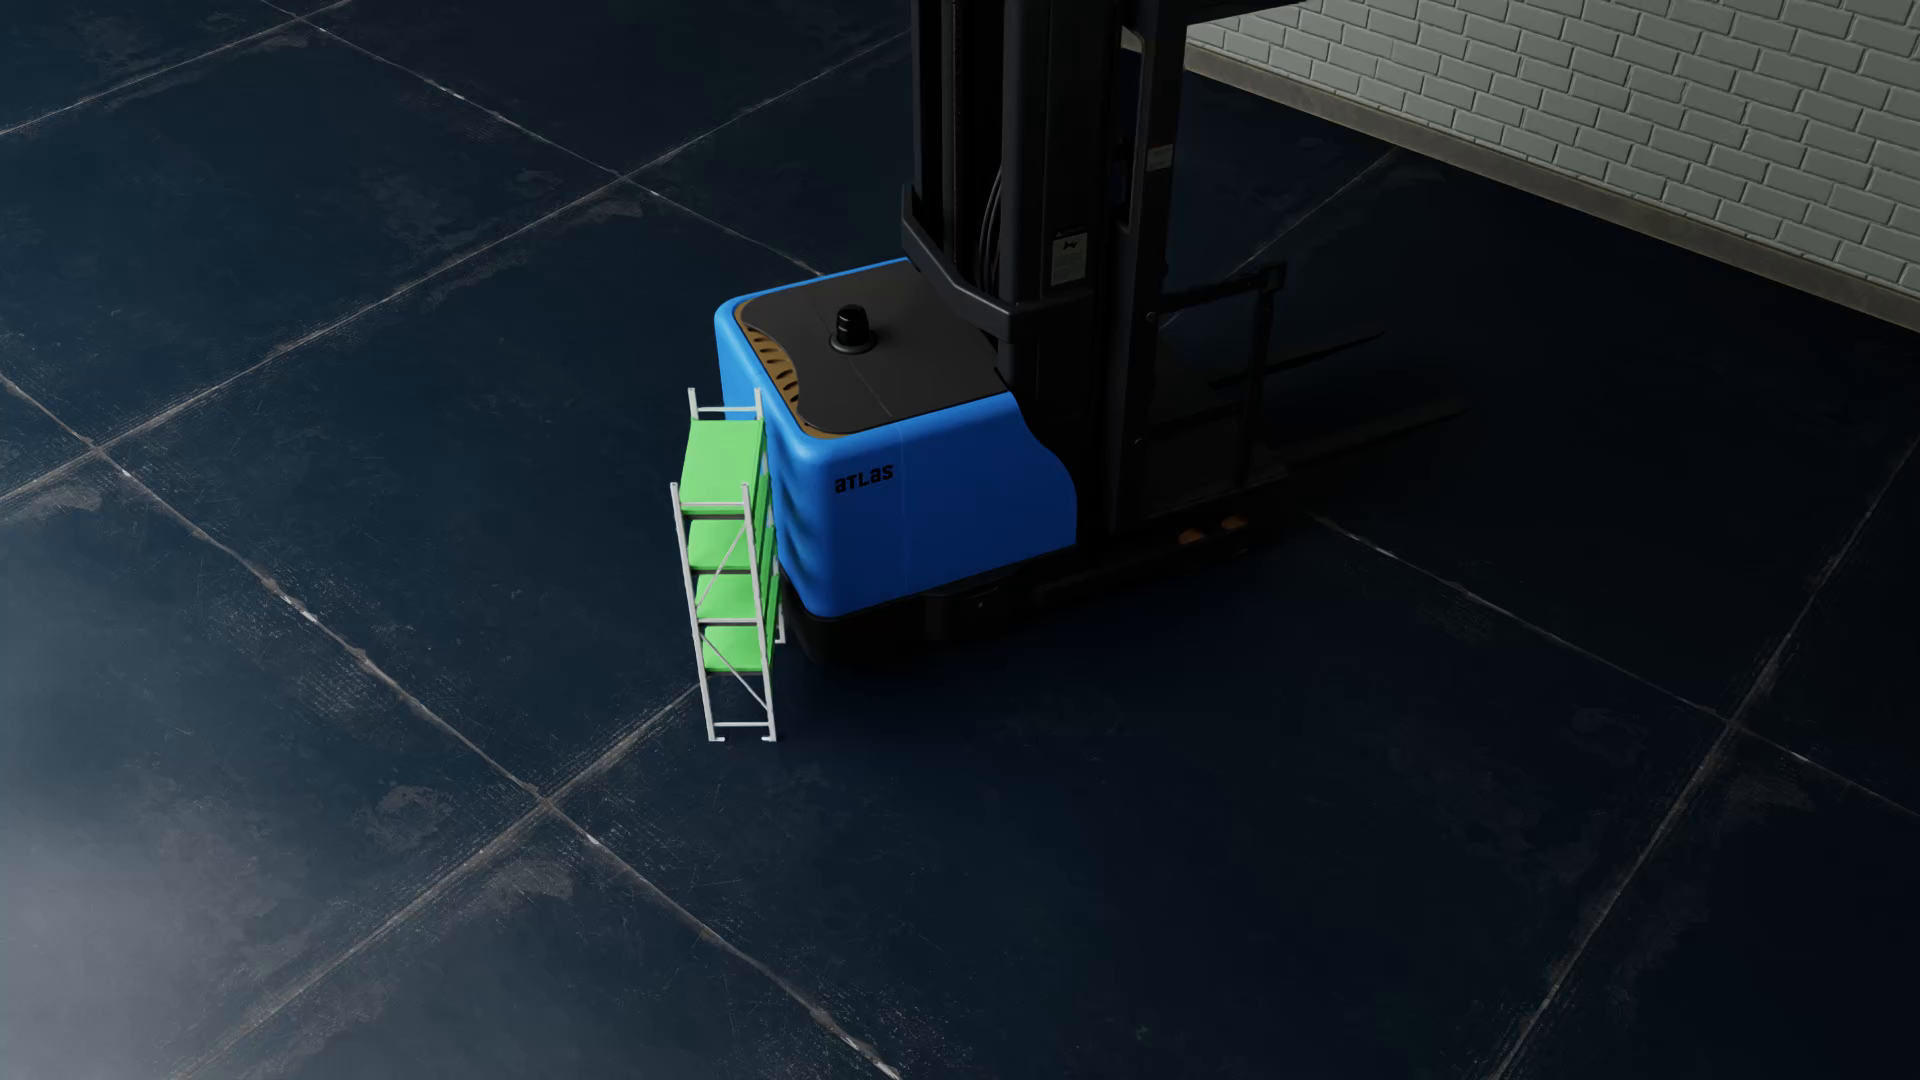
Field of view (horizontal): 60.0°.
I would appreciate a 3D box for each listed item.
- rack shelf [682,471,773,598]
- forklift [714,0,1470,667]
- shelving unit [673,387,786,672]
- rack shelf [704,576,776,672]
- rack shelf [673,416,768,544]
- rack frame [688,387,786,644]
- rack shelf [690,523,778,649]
[{"bbox_3d":[-0.779,-0.023,5.621,0.258,0.148,0.480,0,42,0],"label":"rack shelf"},{"bbox_3d":[0.642,-1.277,5.975,3.031,2.935,1.130,-17,45,-18],"label":"forklift"},{"bbox_3d":[-0.779,0.104,5.743,0.258,1.200,0.492,0,42,0],"label":"shelving unit"},{"bbox_3d":[-0.779,0.293,5.907,0.221,0.021,0.457,0,42,0],"label":"rack shelf"},{"bbox_3d":[-0.779,-0.201,5.460,0.258,0.148,0.480,0,42,0],"label":"rack shelf"},{"bbox_3d":[-0.781,-0.056,5.920,0.240,1.200,0.015,0,42,0],"label":"rack frame"},{"bbox_3d":[-0.779,0.155,5.782,0.258,0.148,0.480,0,42,0],"label":"rack shelf"}]
